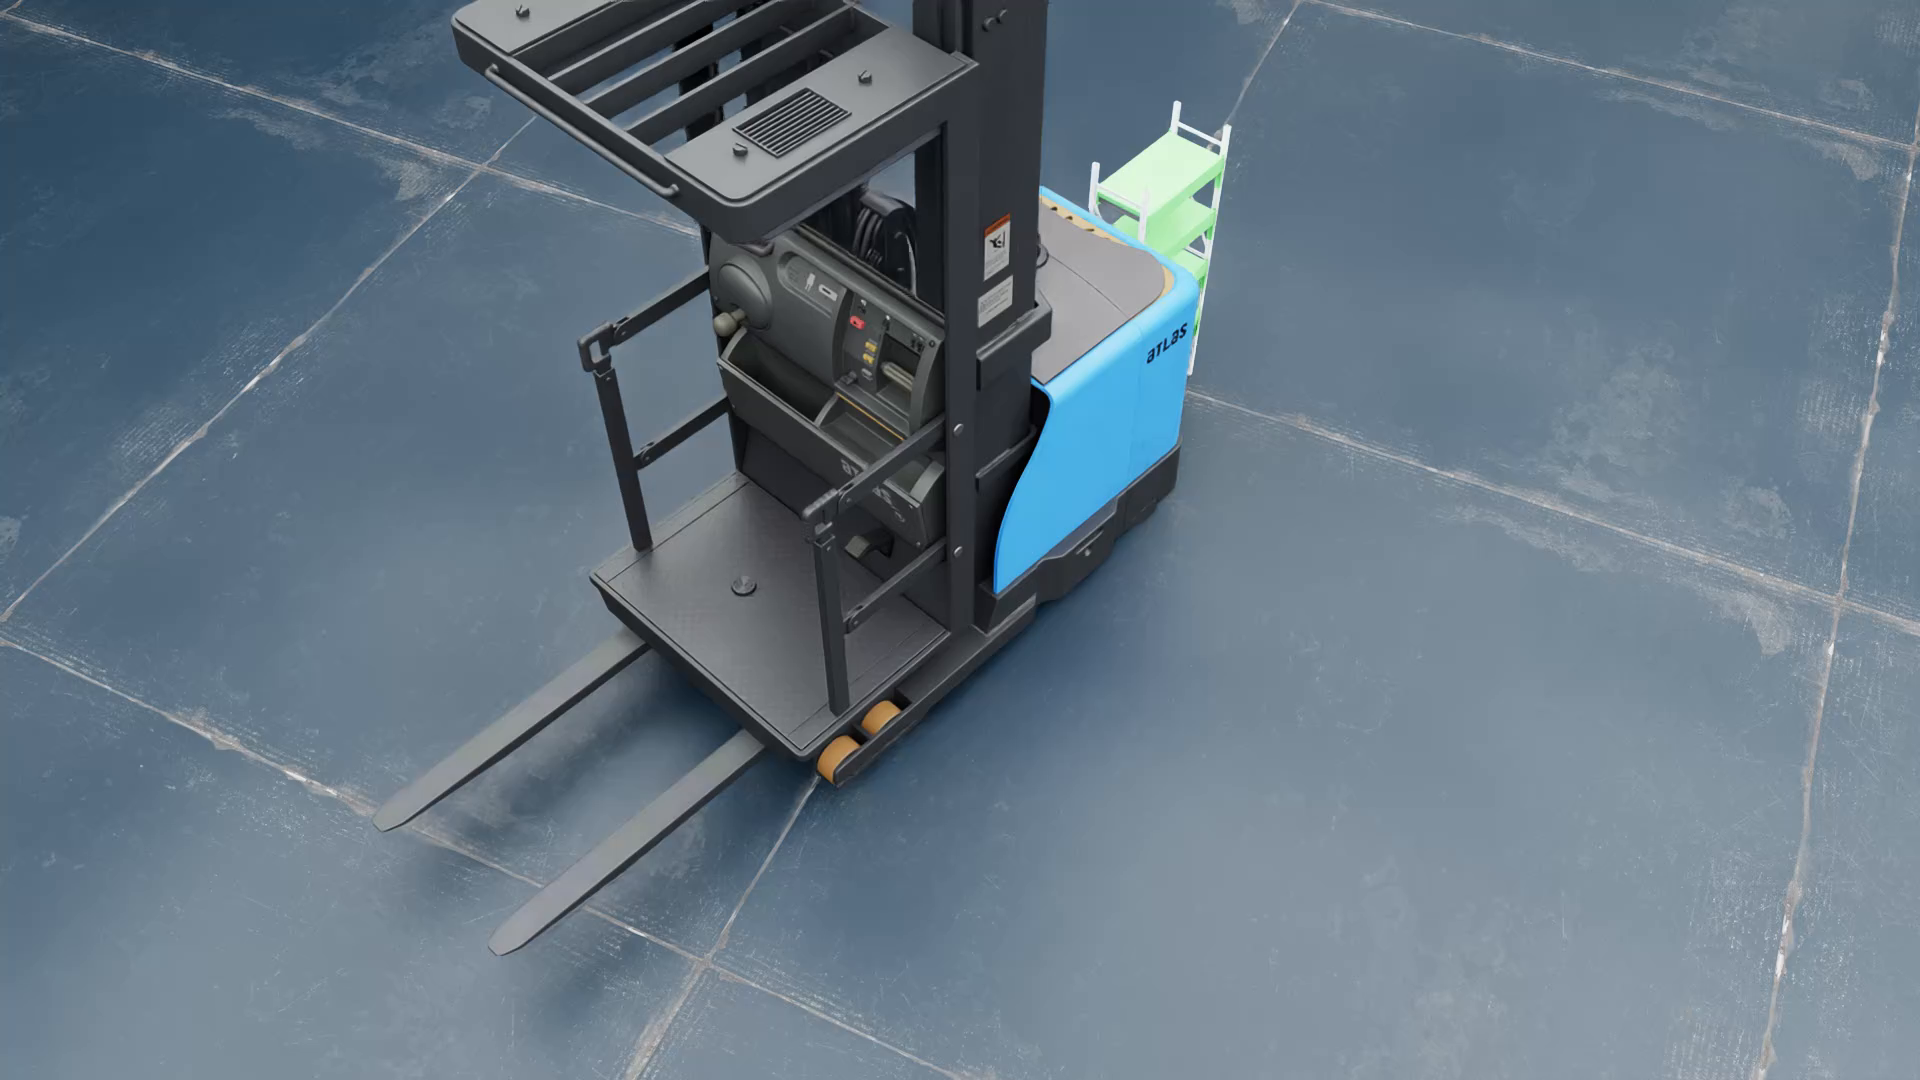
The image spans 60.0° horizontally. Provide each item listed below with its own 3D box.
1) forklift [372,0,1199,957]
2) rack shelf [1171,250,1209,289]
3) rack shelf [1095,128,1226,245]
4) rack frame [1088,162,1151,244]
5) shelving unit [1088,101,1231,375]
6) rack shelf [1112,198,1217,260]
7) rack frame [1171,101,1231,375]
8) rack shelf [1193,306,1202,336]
[{"bbox_3d":[-0.558,-0.582,4.821,1.130,2.935,3.031,36,58,27],"label":"forklift"},{"bbox_3d":[0.705,-0.953,6.351,0.258,0.148,0.480,33,56,25],"label":"rack shelf"},{"bbox_3d":[0.711,-1.269,5.990,0.258,0.148,0.480,33,56,25],"label":"rack shelf"},{"bbox_3d":[0.548,-0.857,6.179,0.240,1.200,0.015,33,56,25],"label":"rack frame"},{"bbox_3d":[0.706,-0.996,6.303,0.258,1.200,0.503,33,56,25],"label":"shelving unit"},{"bbox_3d":[0.708,-1.111,6.171,0.258,0.148,0.480,33,56,25],"label":"rack shelf"},{"bbox_3d":[0.864,-1.134,6.427,0.240,1.200,0.015,33,56,25],"label":"rack frame"},{"bbox_3d":[0.703,-0.795,6.532,0.258,0.148,0.480,33,56,25],"label":"rack shelf"}]
